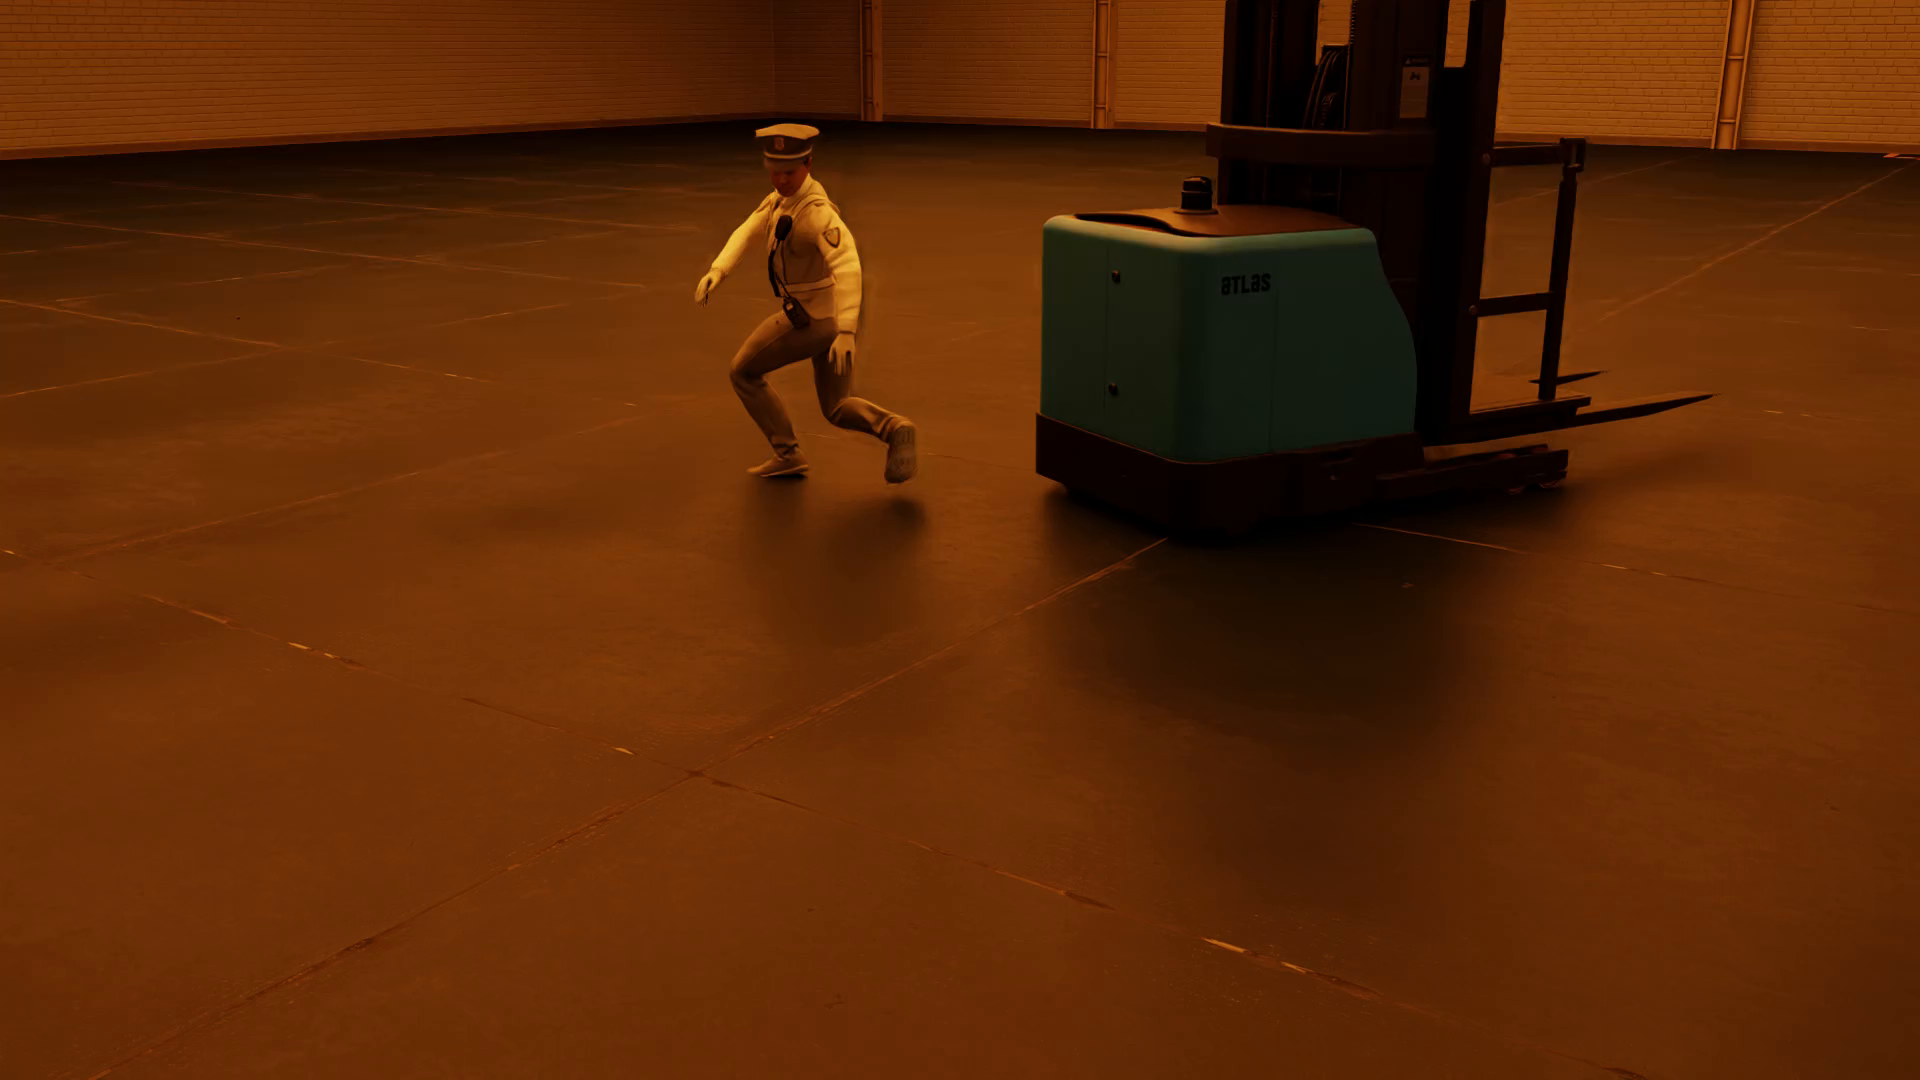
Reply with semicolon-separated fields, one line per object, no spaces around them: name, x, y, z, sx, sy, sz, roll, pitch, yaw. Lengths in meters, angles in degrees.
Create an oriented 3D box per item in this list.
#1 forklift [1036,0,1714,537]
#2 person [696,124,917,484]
forklift;1.839;-1.702;6.525;3.031;2.935;1.130;-9;19;-28
person;-0.571;-0.885;6.509;0.860;1.448;0.580;5;17;18
